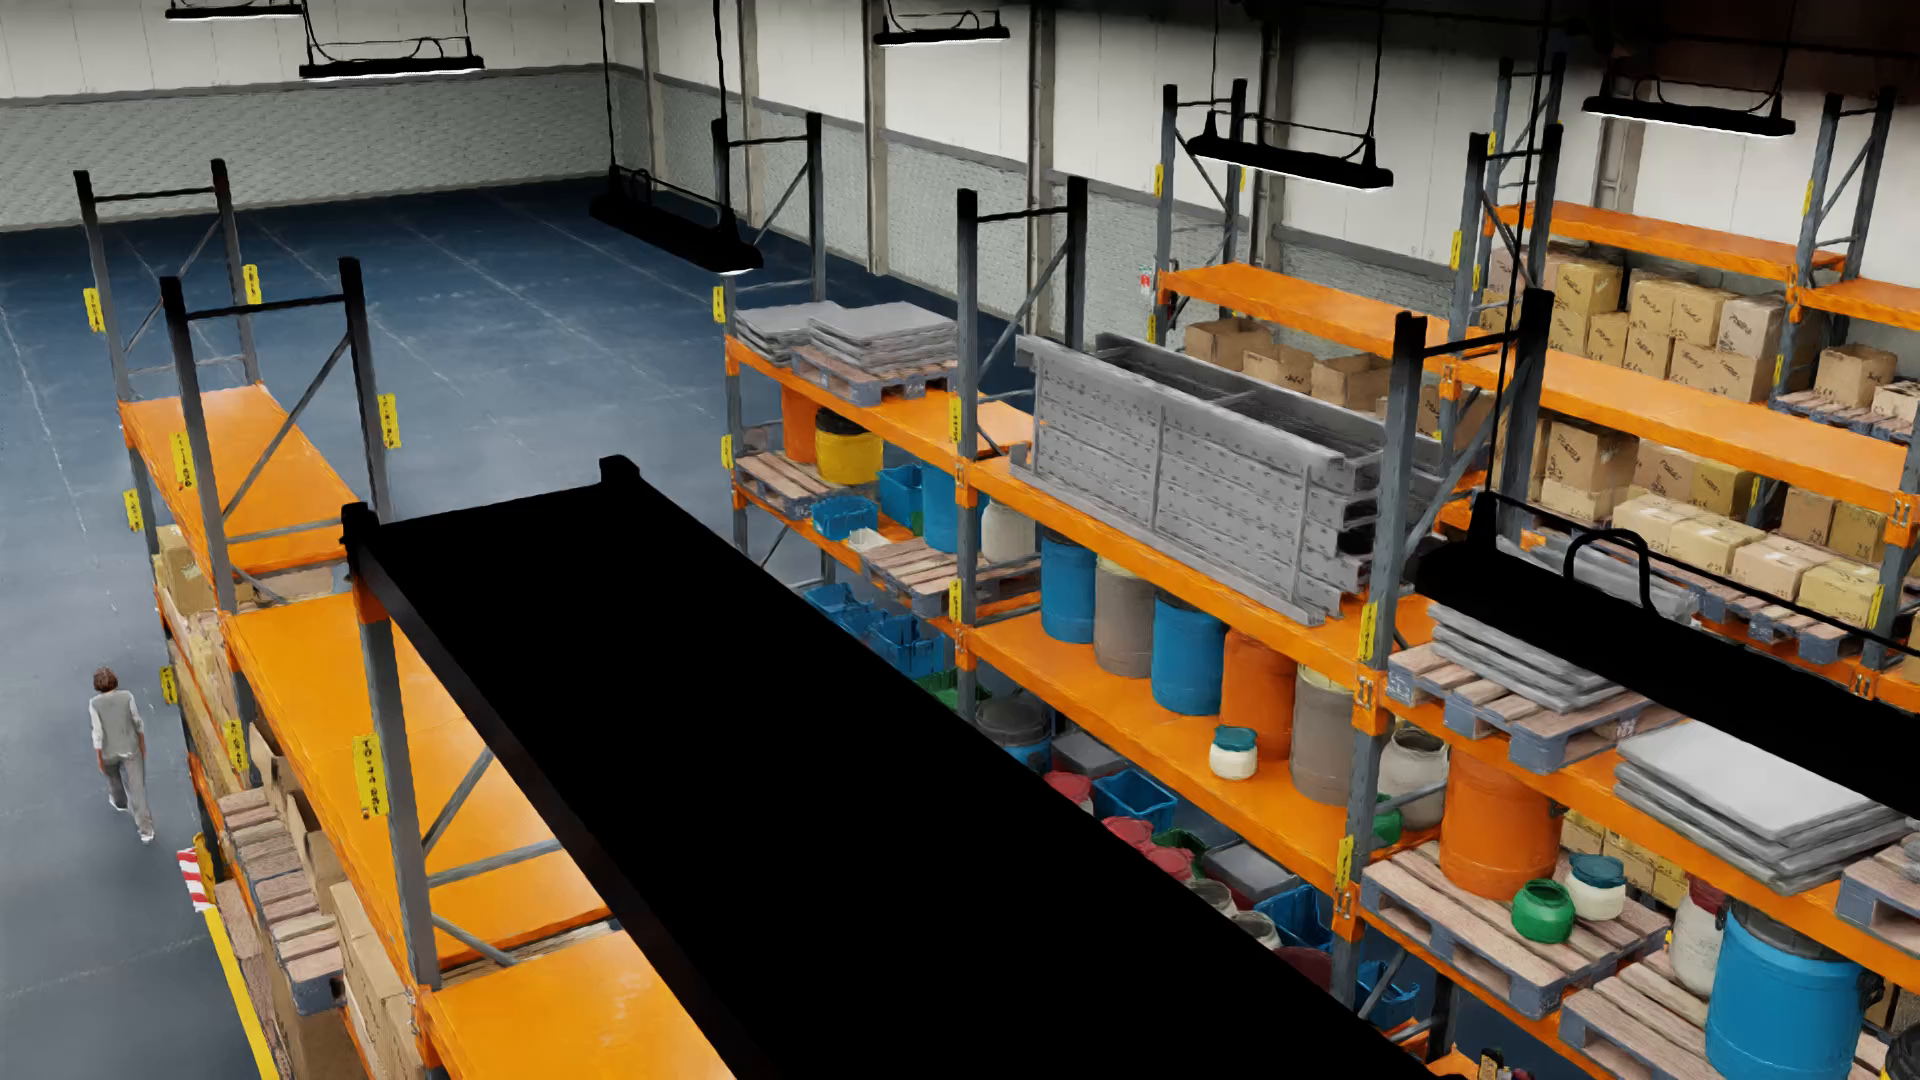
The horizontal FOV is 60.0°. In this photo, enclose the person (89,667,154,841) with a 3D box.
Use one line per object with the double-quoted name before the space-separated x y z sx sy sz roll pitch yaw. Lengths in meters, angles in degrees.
"person" -7.426 1.894 14.752 0.417 1.402 1.037 -12 25 -27
